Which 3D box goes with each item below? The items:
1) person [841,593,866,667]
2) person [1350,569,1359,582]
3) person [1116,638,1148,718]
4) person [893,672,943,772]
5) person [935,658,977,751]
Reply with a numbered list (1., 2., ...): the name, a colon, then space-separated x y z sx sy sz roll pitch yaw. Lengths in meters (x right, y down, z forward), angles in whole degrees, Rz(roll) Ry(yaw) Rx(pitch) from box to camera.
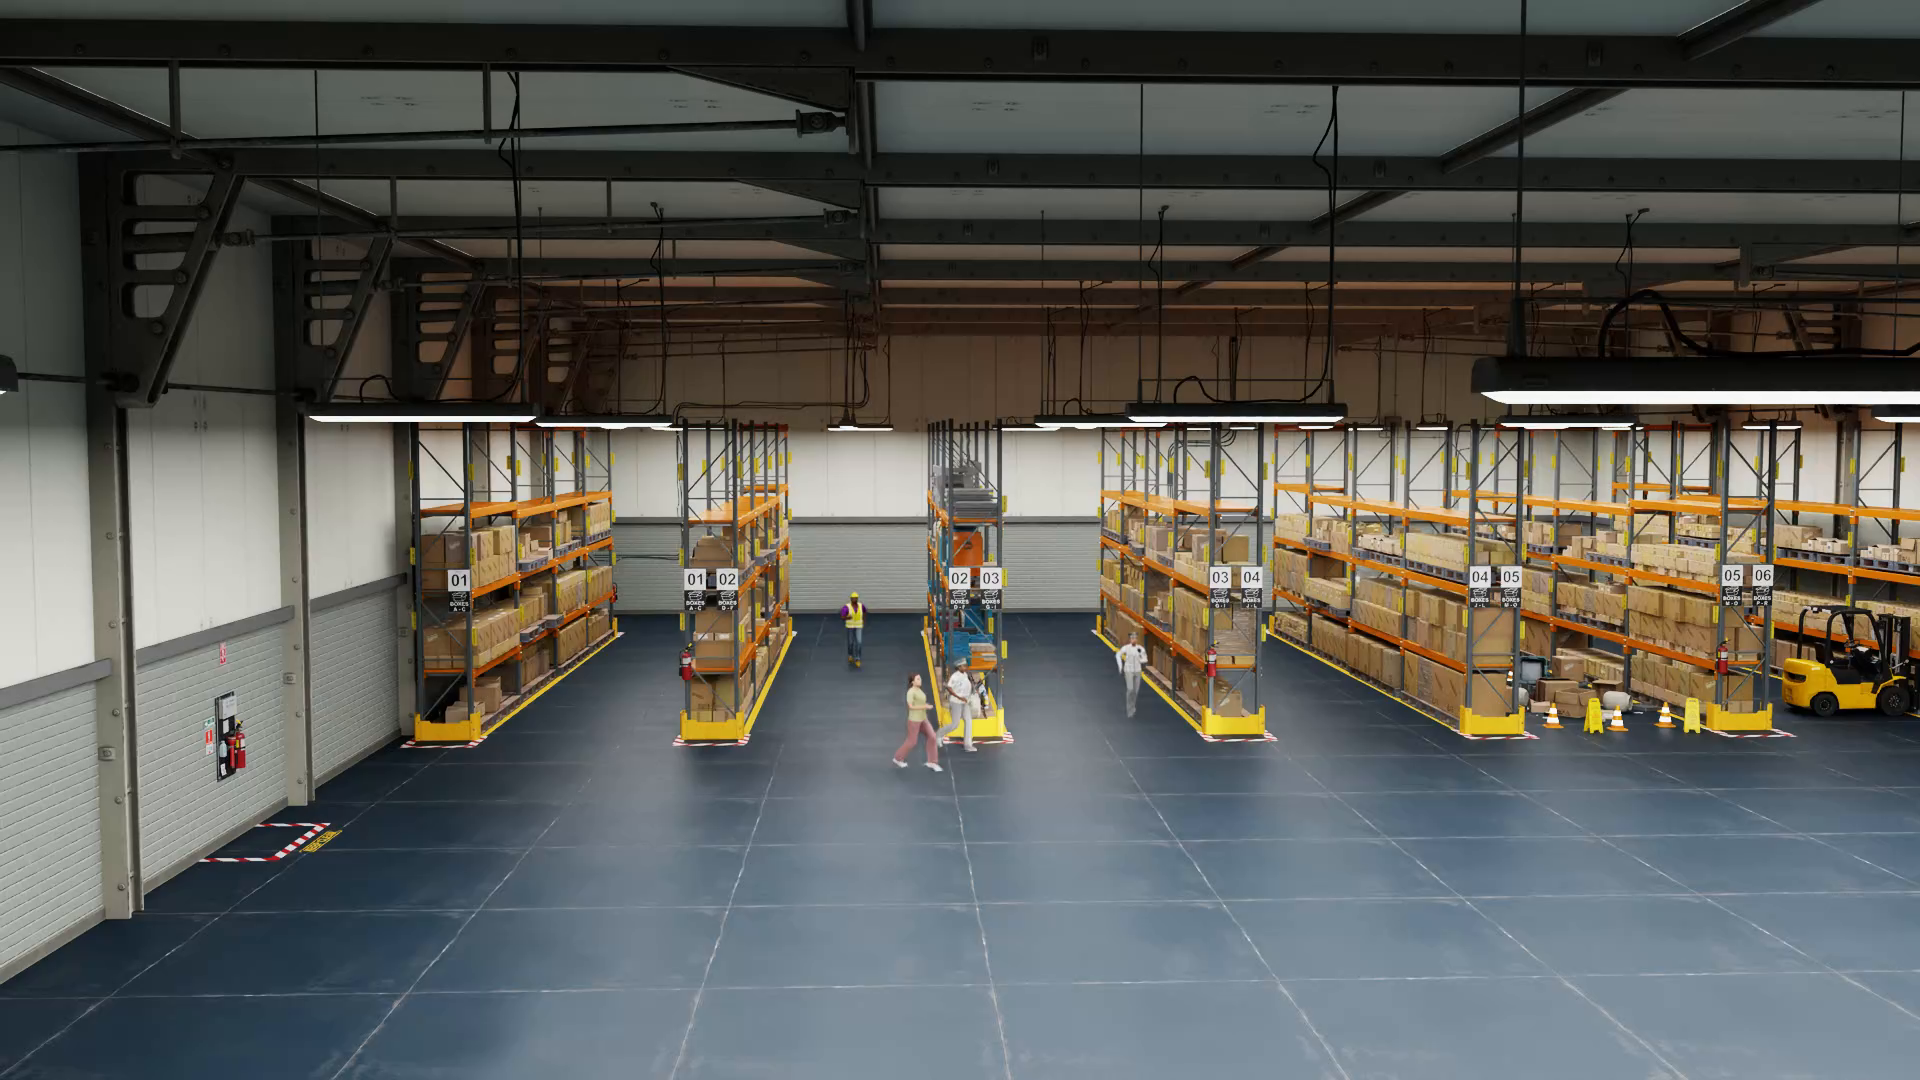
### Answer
1. person: -2.616 2.195 41.071 0.667 1.805 0.785 -1 4 -12
2. person: 11.661 1.700 49.300 0.849 1.831 0.630 0 4 3
3. person: 3.508 2.747 33.744 0.578 1.698 0.726 -1 4 -9
4. person: -0.724 3.087 28.227 0.886 1.689 0.577 2 4 26
5. person: -0.001 2.956 30.127 0.890 1.660 0.647 2 4 28
